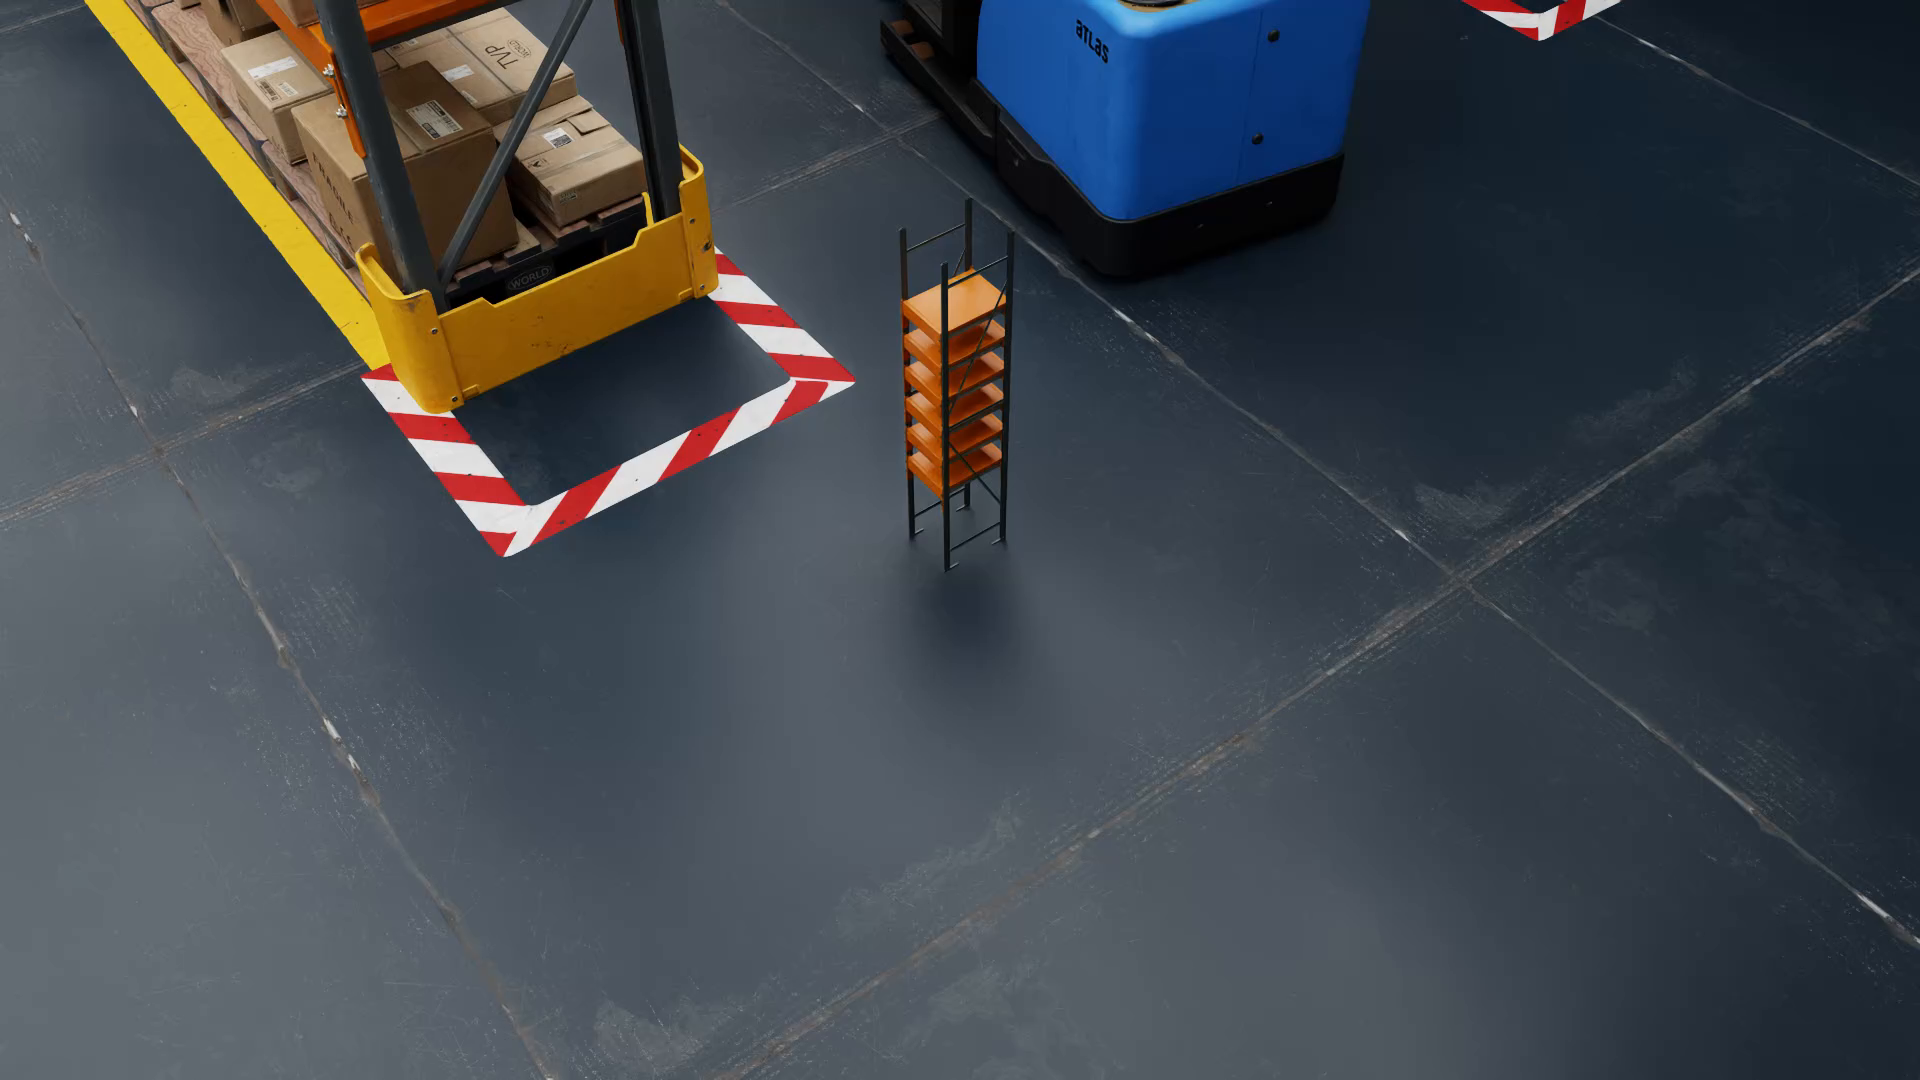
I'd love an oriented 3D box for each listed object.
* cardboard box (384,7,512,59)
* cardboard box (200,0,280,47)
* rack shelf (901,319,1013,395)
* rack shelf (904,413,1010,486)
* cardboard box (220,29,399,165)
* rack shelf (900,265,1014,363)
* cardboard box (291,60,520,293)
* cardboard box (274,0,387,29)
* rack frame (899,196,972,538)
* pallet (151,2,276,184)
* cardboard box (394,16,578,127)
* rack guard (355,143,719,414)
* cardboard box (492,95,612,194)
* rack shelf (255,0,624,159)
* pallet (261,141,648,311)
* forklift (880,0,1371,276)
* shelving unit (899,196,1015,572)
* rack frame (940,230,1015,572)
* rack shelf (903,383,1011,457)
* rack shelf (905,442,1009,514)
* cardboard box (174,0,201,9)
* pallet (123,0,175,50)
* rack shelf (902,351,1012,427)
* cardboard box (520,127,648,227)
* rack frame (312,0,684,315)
[{"bbox_3d":[-2.091,-1.995,6.593,0.500,0.250,0.500,-29,54,-24],"label":"cardboard box"},{"bbox_3d":[-2.662,-2.296,6.695,0.797,0.503,0.637,-29,54,-24],"label":"cardboard box"},{"bbox_3d":[-0.009,-0.543,4.668,0.258,0.103,0.180,-29,54,-24],"label":"rack shelf"},{"bbox_3d":[-0.009,-0.301,4.935,0.258,0.103,0.180,-29,54,-24],"label":"rack shelf"},{"bbox_3d":[-2.458,-1.741,6.363,0.500,0.250,0.500,-29,54,-24],"label":"cardboard box"},{"bbox_3d":[-0.009,-0.623,4.579,0.258,0.103,0.180,-29,54,-24],"label":"rack shelf"},{"bbox_3d":[-1.907,-1.252,5.750,0.500,0.500,0.500,-29,54,-24],"label":"cardboard box"},{"bbox_3d":[-1.869,-1.909,4.888,0.500,0.500,0.500,-28,54,-23],"label":"cardboard box"},{"bbox_3d":[-0.064,-0.465,4.862,0.240,1.200,0.006,-29,54,-24],"label":"rack frame"},{"bbox_3d":[-2.646,-2.030,6.948,1.003,0.211,1.213,-29,54,-24],"label":"pallet"},{"bbox_3d":[-1.788,-1.700,6.326,0.500,0.250,0.500,-29,54,-24],"label":"cardboard box"},{"bbox_3d":[-1.428,-0.939,5.763,1.175,0.500,0.348,-29,54,-24],"label":"rack guard"},{"bbox_3d":[-1.513,-1.478,6.181,0.380,0.166,0.250,-29,54,-24],"label":"cardboard box"},{"bbox_3d":[-2.593,-2.671,6.132,1.077,0.370,4.000,-29,54,-24],"label":"rack shelf"},{"bbox_3d":[-1.911,-1.311,6.296,1.003,0.211,1.213,-29,54,-24],"label":"pallet"},{"bbox_3d":[0.319,-3.038,6.026,1.130,2.935,3.031,-20,51,-18],"label":"forklift"},{"bbox_3d":[-0.009,-0.412,4.813,0.258,1.200,0.189,-29,54,-24],"label":"shelving unit"},{"bbox_3d":[0.047,-0.358,4.764,0.240,1.200,0.006,-29,54,-24],"label":"rack frame"},{"bbox_3d":[-0.009,-0.382,4.846,0.258,0.103,0.180,-29,54,-24],"label":"rack shelf"},{"bbox_3d":[-0.009,-0.220,5.024,0.258,0.103,0.180,-29,54,-24],"label":"rack shelf"},{"bbox_3d":[-3.190,-2.438,7.051,0.380,0.166,0.250,-29,54,-24],"label":"cardboard box"},{"bbox_3d":[-3.389,-2.750,7.601,1.003,0.211,1.213,-29,54,-24],"label":"pallet"},{"bbox_3d":[-0.009,-0.462,4.757,0.258,0.103,0.180,-29,54,-24],"label":"rack shelf"},{"bbox_3d":[-1.362,-1.325,6.054,0.380,0.149,0.250,-29,54,-24],"label":"cardboard box"},{"bbox_3d":[-1.382,-1.733,4.797,1.000,3.000,0.127,-29,54,-24],"label":"rack frame"}]
